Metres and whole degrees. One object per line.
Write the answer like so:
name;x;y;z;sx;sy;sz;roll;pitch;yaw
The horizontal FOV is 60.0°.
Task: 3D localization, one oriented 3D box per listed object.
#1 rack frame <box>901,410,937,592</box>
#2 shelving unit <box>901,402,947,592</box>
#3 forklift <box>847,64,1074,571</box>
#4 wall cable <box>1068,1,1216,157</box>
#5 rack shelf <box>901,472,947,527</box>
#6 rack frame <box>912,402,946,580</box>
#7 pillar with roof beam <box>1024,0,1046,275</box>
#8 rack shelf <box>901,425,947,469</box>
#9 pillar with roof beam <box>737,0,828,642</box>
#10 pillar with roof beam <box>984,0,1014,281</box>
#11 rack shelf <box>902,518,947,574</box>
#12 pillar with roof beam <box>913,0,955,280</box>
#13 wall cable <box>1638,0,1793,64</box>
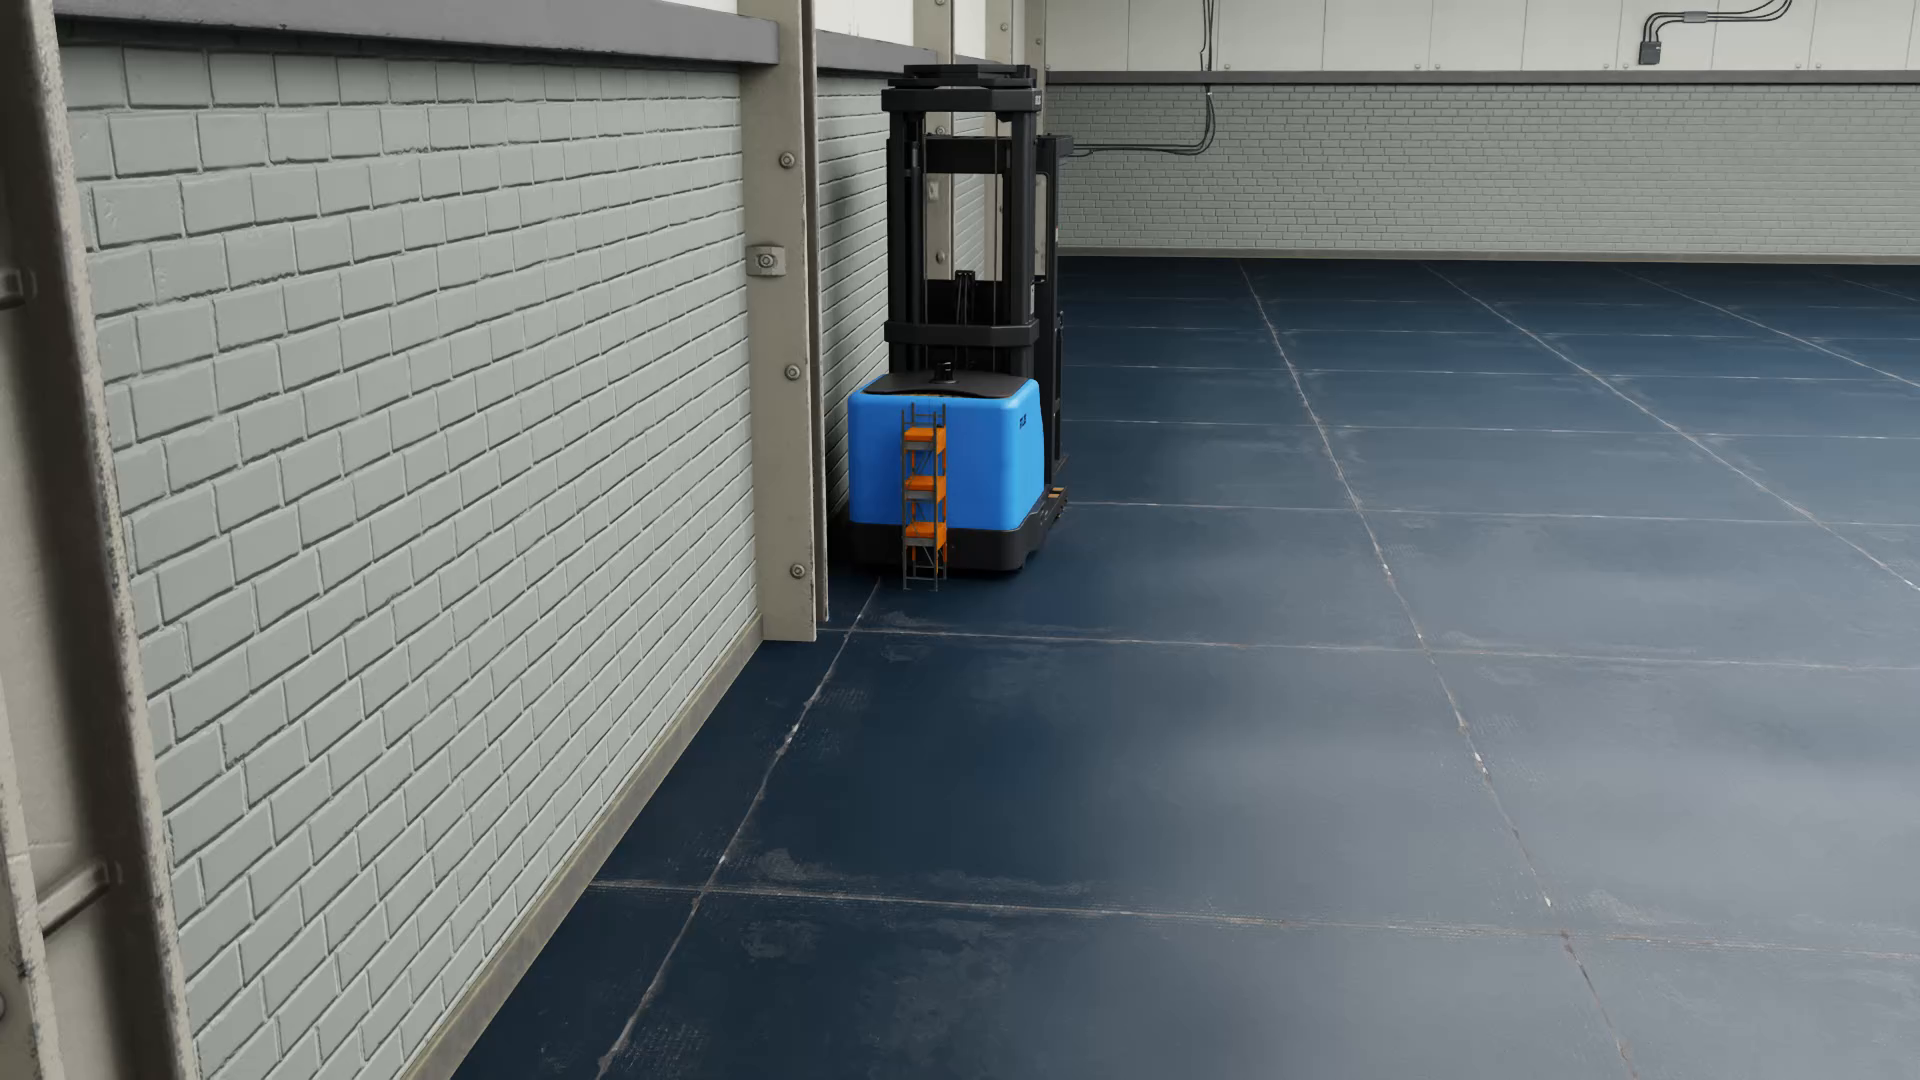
rack frame;-0.230;-0.216;9.449;0.200;1.050;0.008;3;15;11
shelving unit;-0.205;-0.247;9.564;0.215;1.050;0.252;3;15;11
forklift;0.128;-1.575;10.873;1.130;2.935;3.031;3;15;11
wall cable;2.784;-7.764;28.082;3.097;2.526;0.112;2;15;6
rack shelf;-0.205;-0.237;9.567;0.215;0.259;0.240;3;15;11
rack frame;-0.180;-0.278;9.679;0.200;1.050;0.008;3;15;11
pillar with roof beam;5.416;-8.411;24.526;9.100;9.000;0.400;2;15;6
rack shelf;-0.205;-0.511;9.493;0.215;0.259;0.240;3;15;11
pillar with roof beam;3.384;-3.742;7.261;9.100;9.000;0.400;2;15;6
pillar with roof beam;4.738;-6.854;18.771;9.100;9.000;0.400;2;15;6
rack shelf;-0.205;0.032;9.639;0.215;0.259;0.240;3;15;11
pillar with roof beam;4.061;-5.298;13.016;9.100;9.000;0.400;2;15;6
wall cable;12.215;-10.620;26.184;2.305;6.003;0.169;2;15;6
